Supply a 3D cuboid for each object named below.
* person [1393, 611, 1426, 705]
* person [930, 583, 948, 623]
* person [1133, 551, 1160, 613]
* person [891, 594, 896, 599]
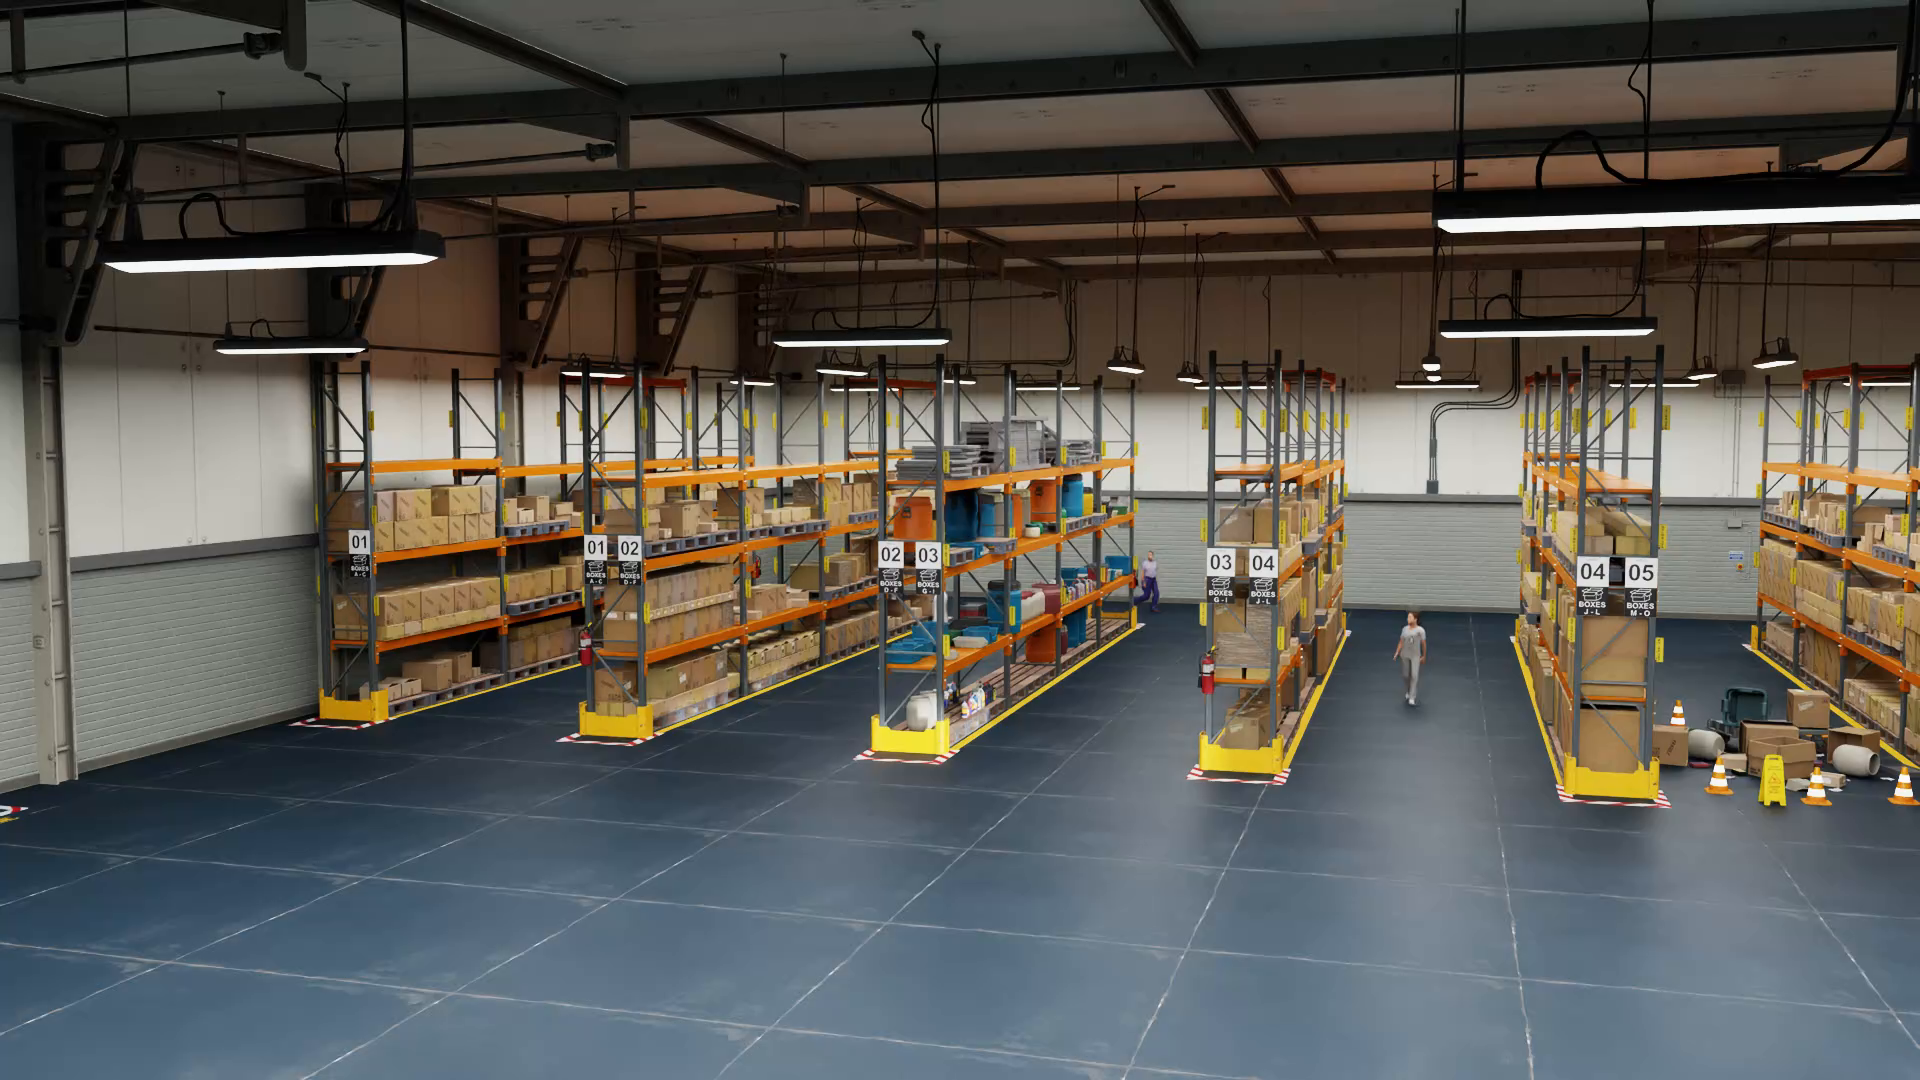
[{"bbox_3d":[7.993,2.074,29.542,0.547,1.625,0.974,2,4,21],"label":"person"},{"bbox_3d":[-0.446,1.699,33.906,0.471,1.817,0.675,0,4,-5],"label":"person"},{"bbox_3d":[4.904,1.084,43.411,0.705,1.613,0.502,4,5,41],"label":"person"},{"bbox_3d":[-1.896,0.871,45.466,0.589,1.740,0.692,-3,5,-33],"label":"person"}]
